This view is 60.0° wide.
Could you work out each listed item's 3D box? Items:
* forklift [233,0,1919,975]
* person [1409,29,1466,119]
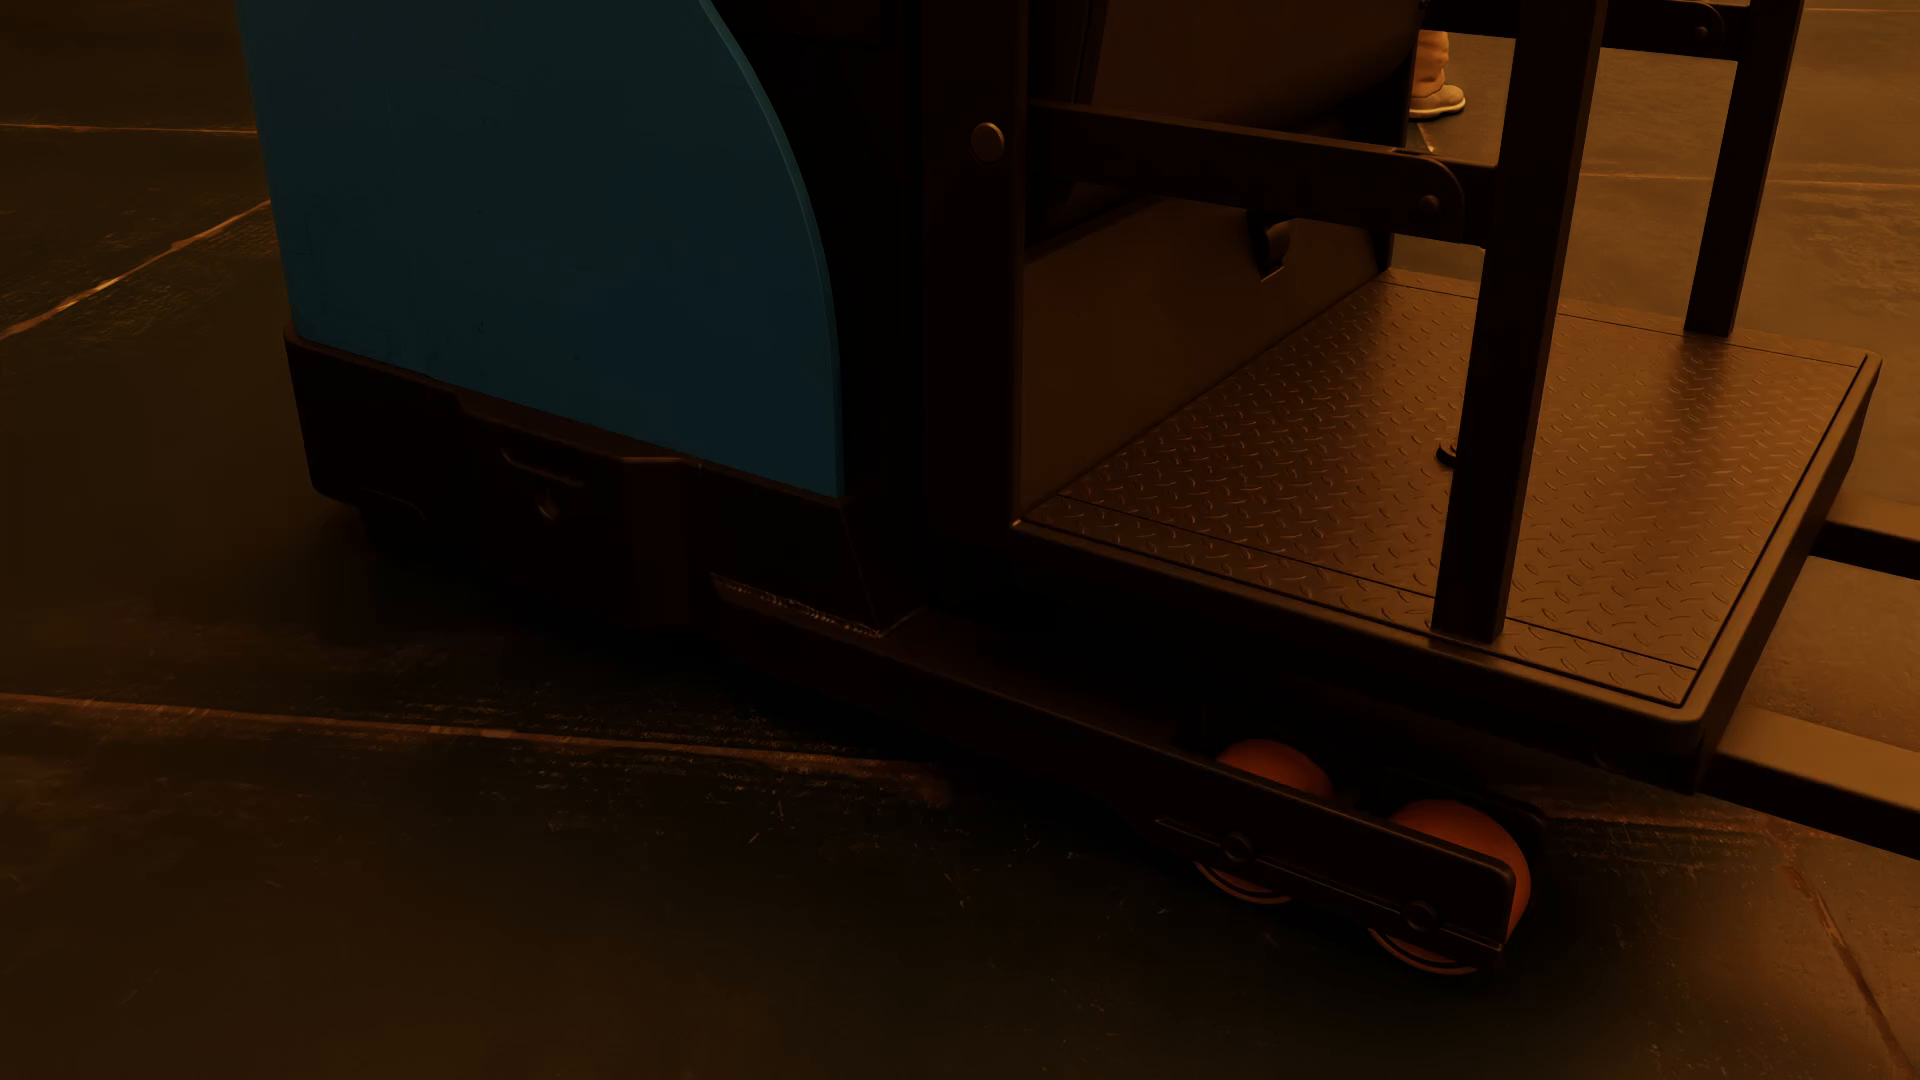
[{"bbox_3d":[0.521,-1.155,1.532,3.031,2.935,1.130,17,31,30],"label":"forklift"},{"bbox_3d":[1.257,-2.120,4.814,0.598,1.725,0.399,10,28,19],"label":"person"}]
